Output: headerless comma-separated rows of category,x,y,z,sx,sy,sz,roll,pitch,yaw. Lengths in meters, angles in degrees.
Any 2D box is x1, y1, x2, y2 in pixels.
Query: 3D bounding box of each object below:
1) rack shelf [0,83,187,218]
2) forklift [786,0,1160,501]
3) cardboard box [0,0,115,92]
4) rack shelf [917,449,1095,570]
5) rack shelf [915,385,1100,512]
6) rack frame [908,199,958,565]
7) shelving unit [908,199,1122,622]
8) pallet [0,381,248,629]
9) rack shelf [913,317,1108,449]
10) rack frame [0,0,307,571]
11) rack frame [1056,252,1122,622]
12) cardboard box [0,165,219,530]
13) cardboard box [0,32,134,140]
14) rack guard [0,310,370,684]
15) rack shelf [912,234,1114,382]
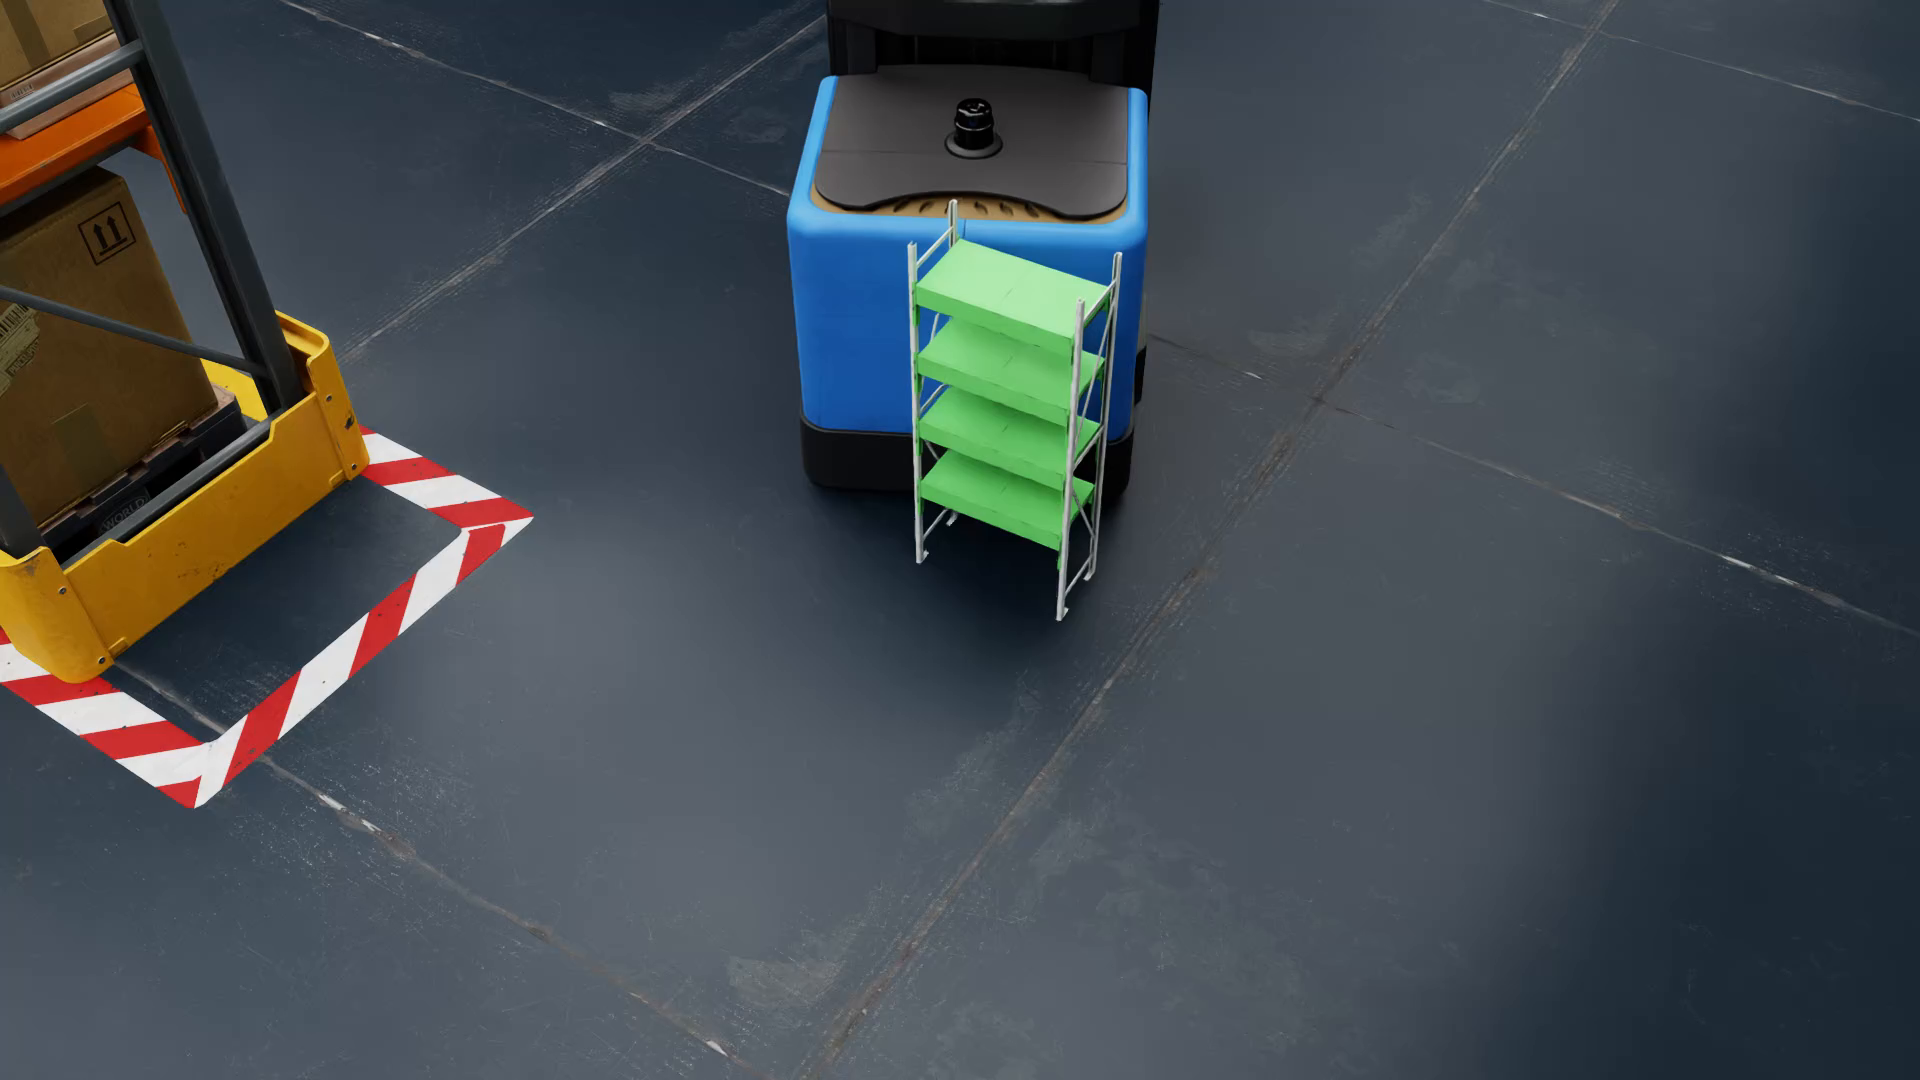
rack shelf,-4.091,-1.560,5.176,4.000,0.370,1.077,25,51,22
forklift,0.125,-2.199,5.343,1.130,2.935,3.031,3,46,3
cardboard box,-2.666,-1.437,4.452,0.500,0.250,0.500,23,50,21
rack shelf,0.142,-0.123,4.957,0.480,0.148,0.258,22,50,20
rack shelf,0.142,-0.290,4.784,0.480,0.148,0.258,22,50,20
rack frame,-0.072,-0.420,4.821,0.015,1.200,0.240,22,50,20
shelving unit,0.142,-0.335,4.739,0.503,1.200,0.258,22,50,20
pallet,-3.123,-0.327,5.421,1.213,0.211,1.003,25,51,22
rack shelf,0.142,-0.457,4.612,0.480,0.148,0.258,22,50,20
rack frame,-2.407,-1.037,4.166,0.127,3.000,1.000,25,51,22
rack frame,0.355,-0.250,4.656,0.015,1.200,0.240,22,50,20
cardboard box,-2.989,-0.642,4.971,0.875,0.875,0.875,25,51,22
cardboard box,-2.528,-1.286,4.583,0.250,0.149,0.380,25,51,23
rack guard,-2.387,-0.156,5.053,0.348,0.500,1.175,25,51,22
rack shelf,0.142,-0.625,4.440,0.480,0.148,0.258,22,50,20
